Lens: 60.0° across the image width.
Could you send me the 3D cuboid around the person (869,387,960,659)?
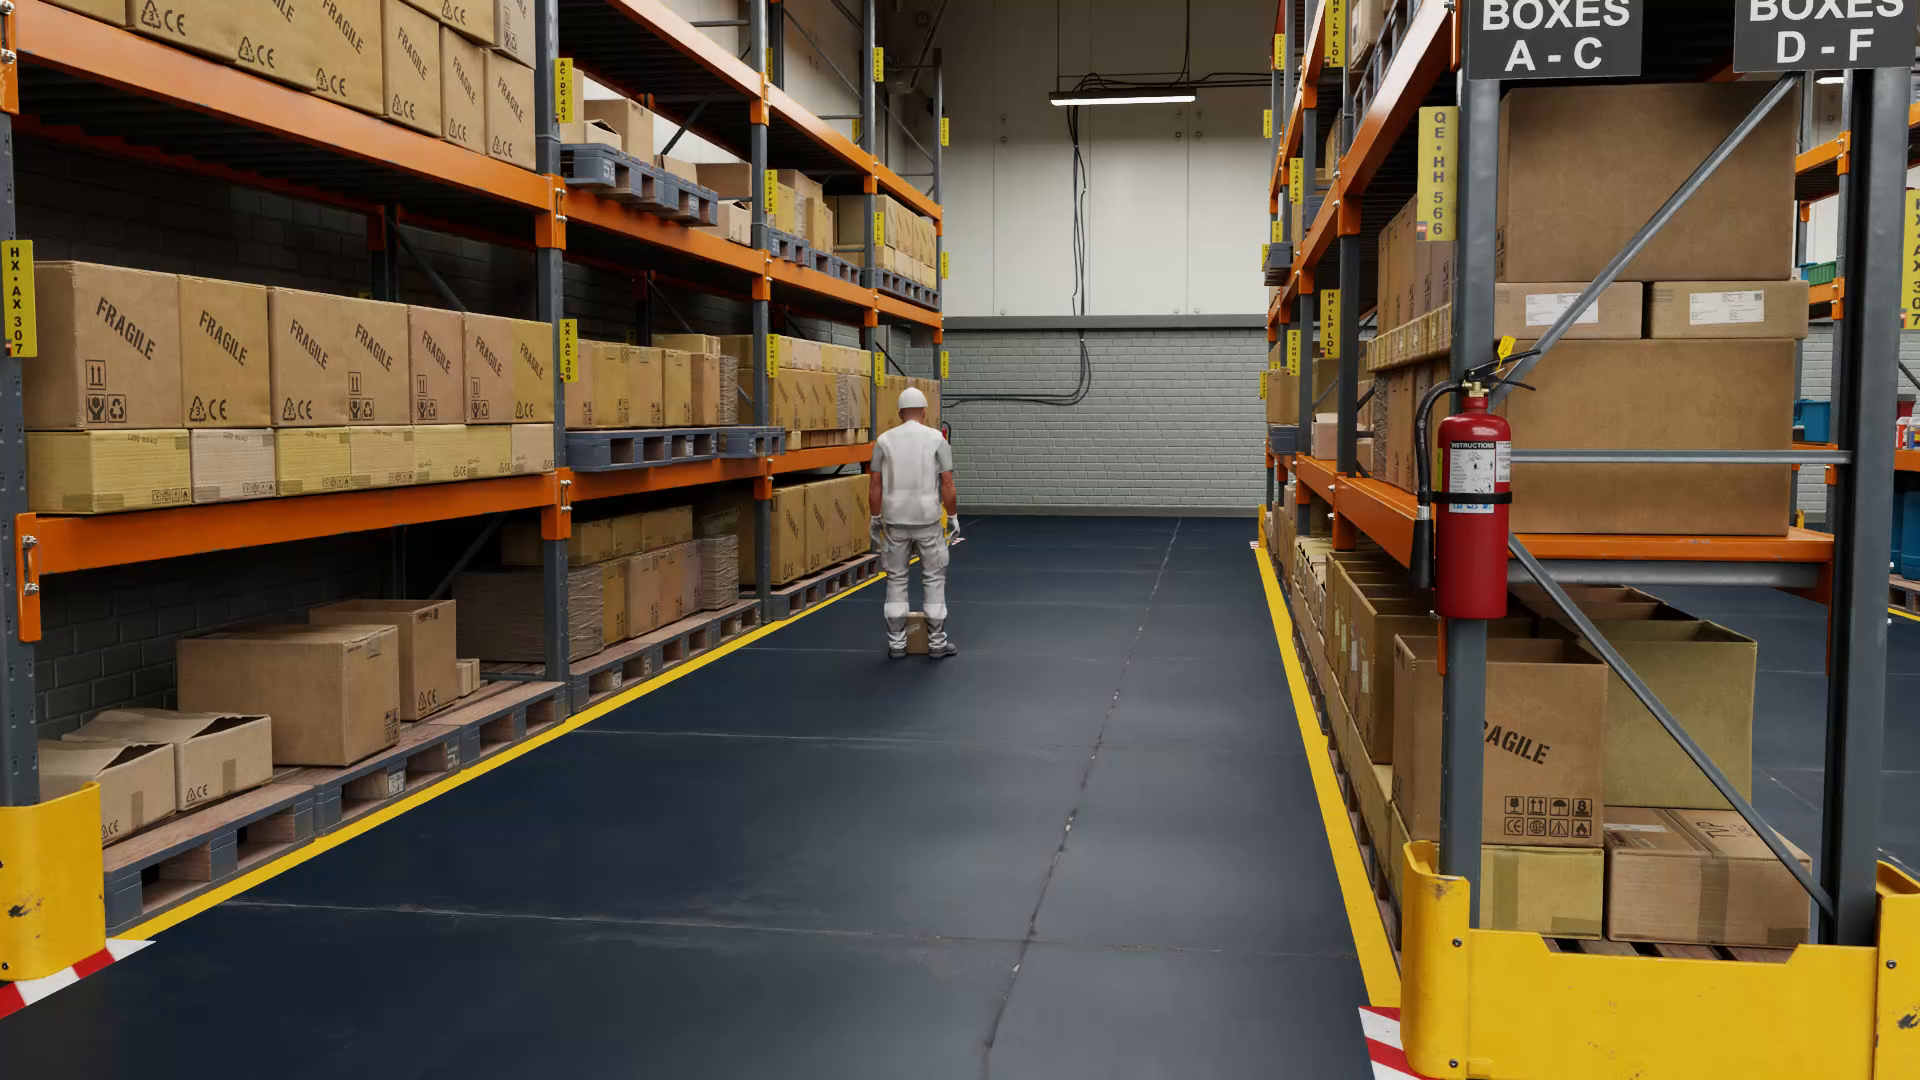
[{"bbox_3d":[-0.303,-0.116,10.990,0.608,1.779,0.453,1,4,8],"label":"person"}]
